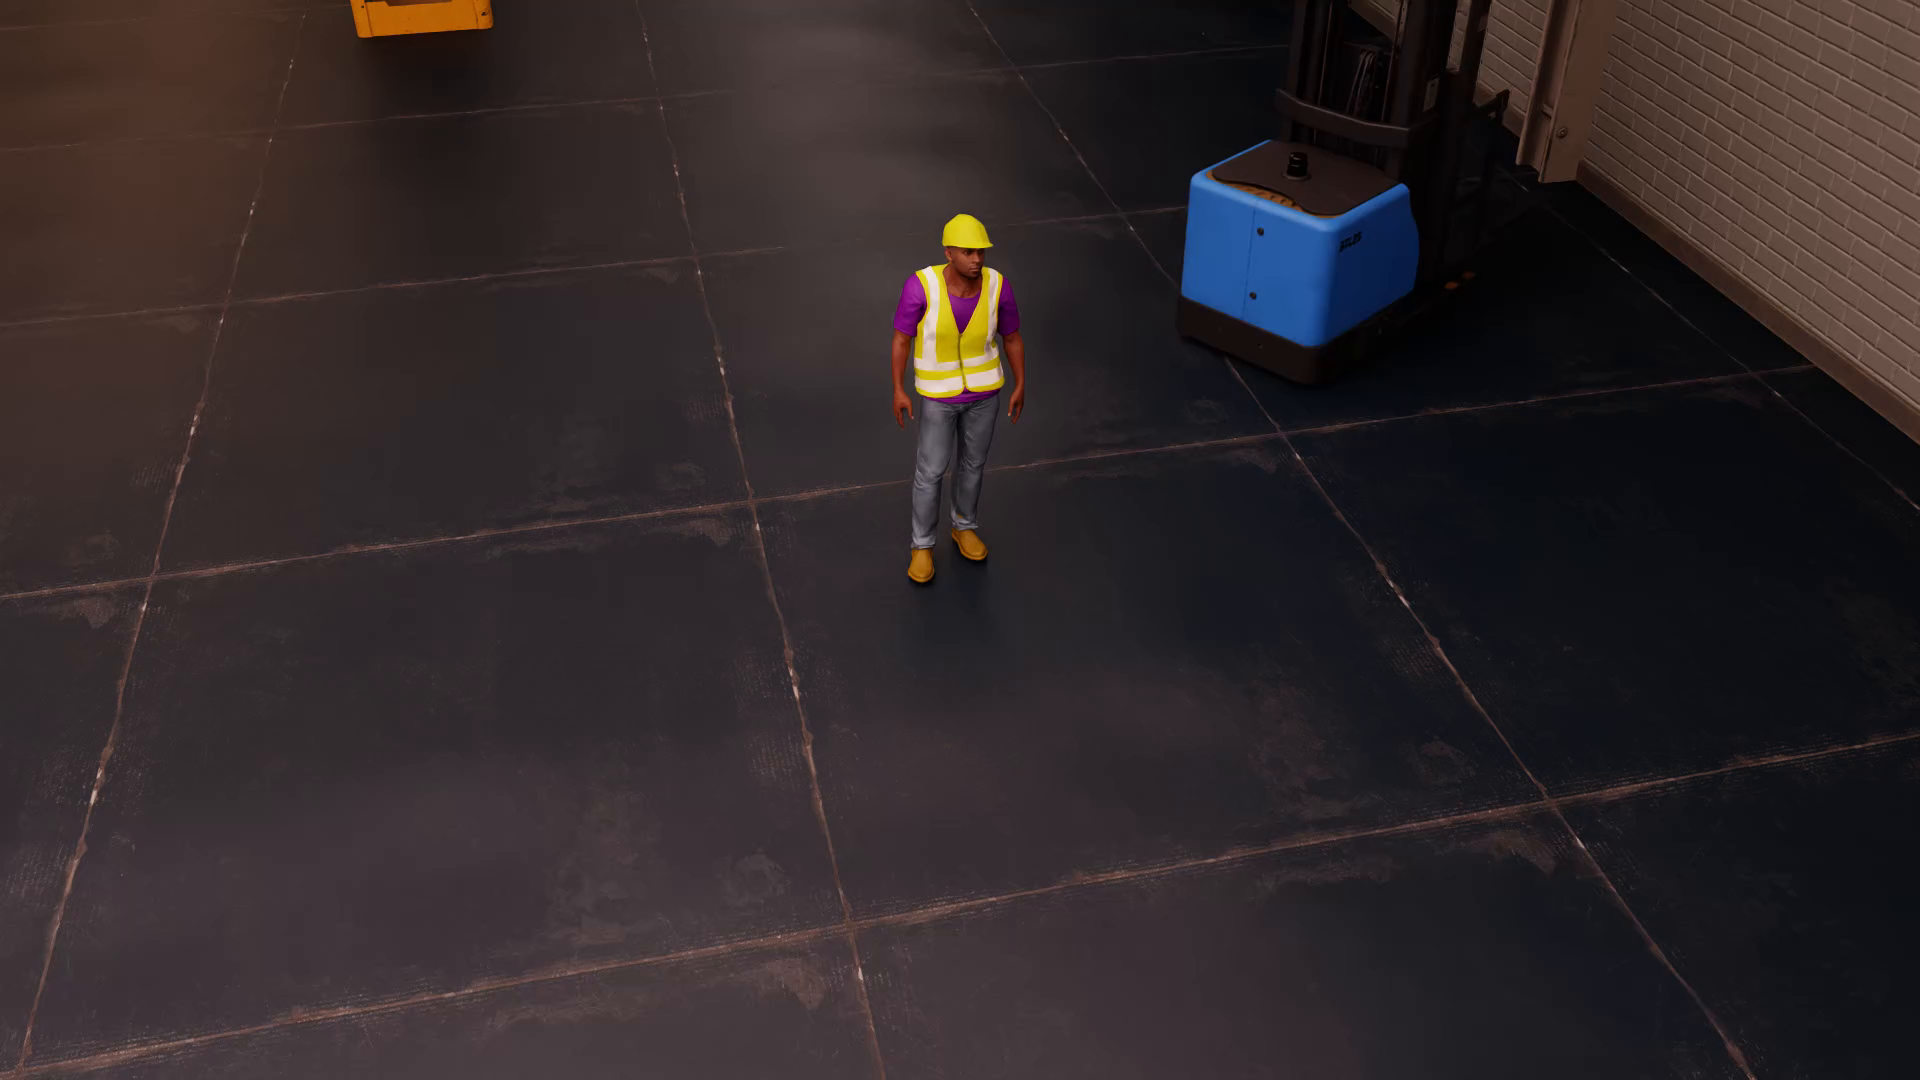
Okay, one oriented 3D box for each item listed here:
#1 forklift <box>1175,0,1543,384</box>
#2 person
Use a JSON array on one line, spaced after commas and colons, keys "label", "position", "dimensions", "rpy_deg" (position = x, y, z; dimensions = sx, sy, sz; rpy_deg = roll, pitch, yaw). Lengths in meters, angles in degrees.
[{"label": "forklift", "position": [2.718, -2.861, 10.025], "dimensions": [1.130, 2.935, 3.031], "rpy_deg": [30, 45, 35]}, {"label": "person", "position": [0.010, -0.683, 7.984], "dimensions": [0.666, 1.765, 0.577], "rpy_deg": [-8, 36, -11]}]
